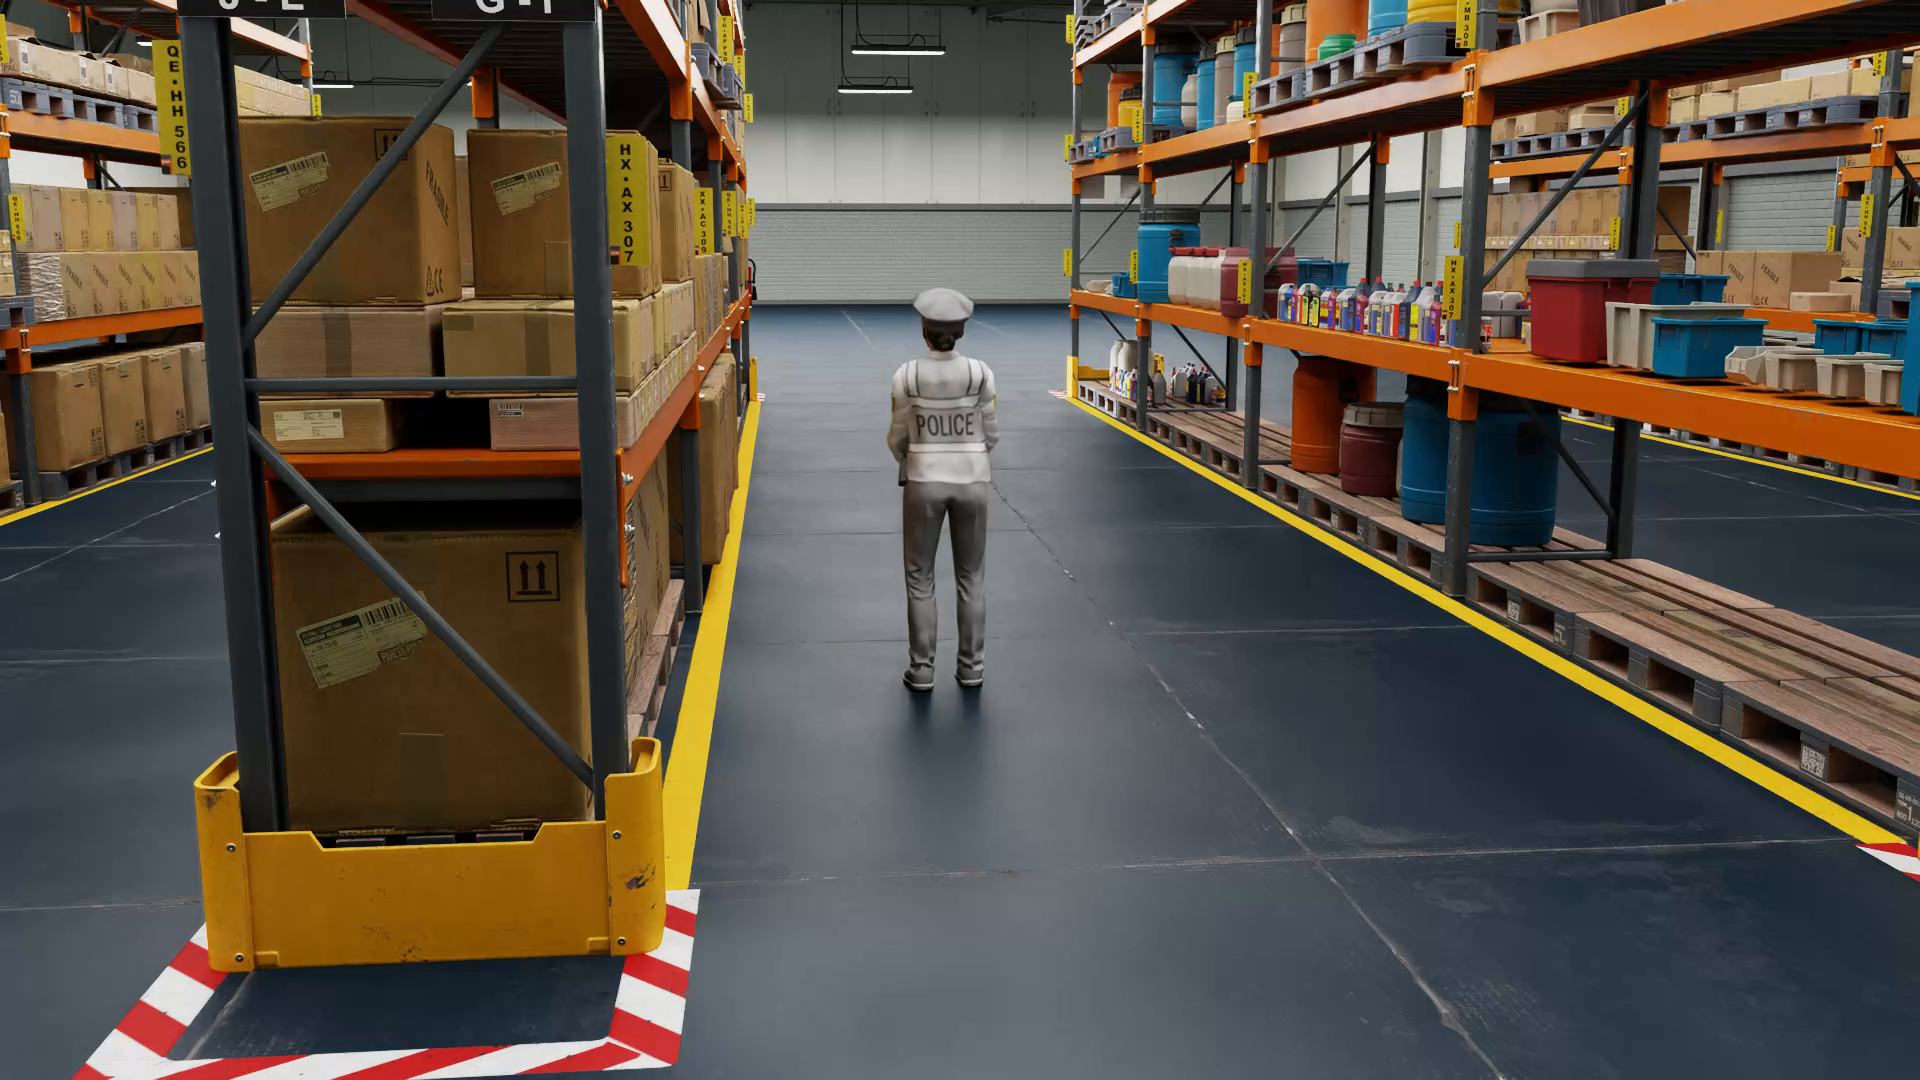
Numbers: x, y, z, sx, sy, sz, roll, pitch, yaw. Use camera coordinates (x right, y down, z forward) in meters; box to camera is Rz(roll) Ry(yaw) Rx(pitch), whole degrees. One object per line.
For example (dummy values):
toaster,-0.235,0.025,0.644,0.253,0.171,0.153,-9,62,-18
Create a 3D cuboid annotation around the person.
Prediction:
person,-0.073,-0.218,7.044,0.469,1.690,0.550,-1,10,-6
